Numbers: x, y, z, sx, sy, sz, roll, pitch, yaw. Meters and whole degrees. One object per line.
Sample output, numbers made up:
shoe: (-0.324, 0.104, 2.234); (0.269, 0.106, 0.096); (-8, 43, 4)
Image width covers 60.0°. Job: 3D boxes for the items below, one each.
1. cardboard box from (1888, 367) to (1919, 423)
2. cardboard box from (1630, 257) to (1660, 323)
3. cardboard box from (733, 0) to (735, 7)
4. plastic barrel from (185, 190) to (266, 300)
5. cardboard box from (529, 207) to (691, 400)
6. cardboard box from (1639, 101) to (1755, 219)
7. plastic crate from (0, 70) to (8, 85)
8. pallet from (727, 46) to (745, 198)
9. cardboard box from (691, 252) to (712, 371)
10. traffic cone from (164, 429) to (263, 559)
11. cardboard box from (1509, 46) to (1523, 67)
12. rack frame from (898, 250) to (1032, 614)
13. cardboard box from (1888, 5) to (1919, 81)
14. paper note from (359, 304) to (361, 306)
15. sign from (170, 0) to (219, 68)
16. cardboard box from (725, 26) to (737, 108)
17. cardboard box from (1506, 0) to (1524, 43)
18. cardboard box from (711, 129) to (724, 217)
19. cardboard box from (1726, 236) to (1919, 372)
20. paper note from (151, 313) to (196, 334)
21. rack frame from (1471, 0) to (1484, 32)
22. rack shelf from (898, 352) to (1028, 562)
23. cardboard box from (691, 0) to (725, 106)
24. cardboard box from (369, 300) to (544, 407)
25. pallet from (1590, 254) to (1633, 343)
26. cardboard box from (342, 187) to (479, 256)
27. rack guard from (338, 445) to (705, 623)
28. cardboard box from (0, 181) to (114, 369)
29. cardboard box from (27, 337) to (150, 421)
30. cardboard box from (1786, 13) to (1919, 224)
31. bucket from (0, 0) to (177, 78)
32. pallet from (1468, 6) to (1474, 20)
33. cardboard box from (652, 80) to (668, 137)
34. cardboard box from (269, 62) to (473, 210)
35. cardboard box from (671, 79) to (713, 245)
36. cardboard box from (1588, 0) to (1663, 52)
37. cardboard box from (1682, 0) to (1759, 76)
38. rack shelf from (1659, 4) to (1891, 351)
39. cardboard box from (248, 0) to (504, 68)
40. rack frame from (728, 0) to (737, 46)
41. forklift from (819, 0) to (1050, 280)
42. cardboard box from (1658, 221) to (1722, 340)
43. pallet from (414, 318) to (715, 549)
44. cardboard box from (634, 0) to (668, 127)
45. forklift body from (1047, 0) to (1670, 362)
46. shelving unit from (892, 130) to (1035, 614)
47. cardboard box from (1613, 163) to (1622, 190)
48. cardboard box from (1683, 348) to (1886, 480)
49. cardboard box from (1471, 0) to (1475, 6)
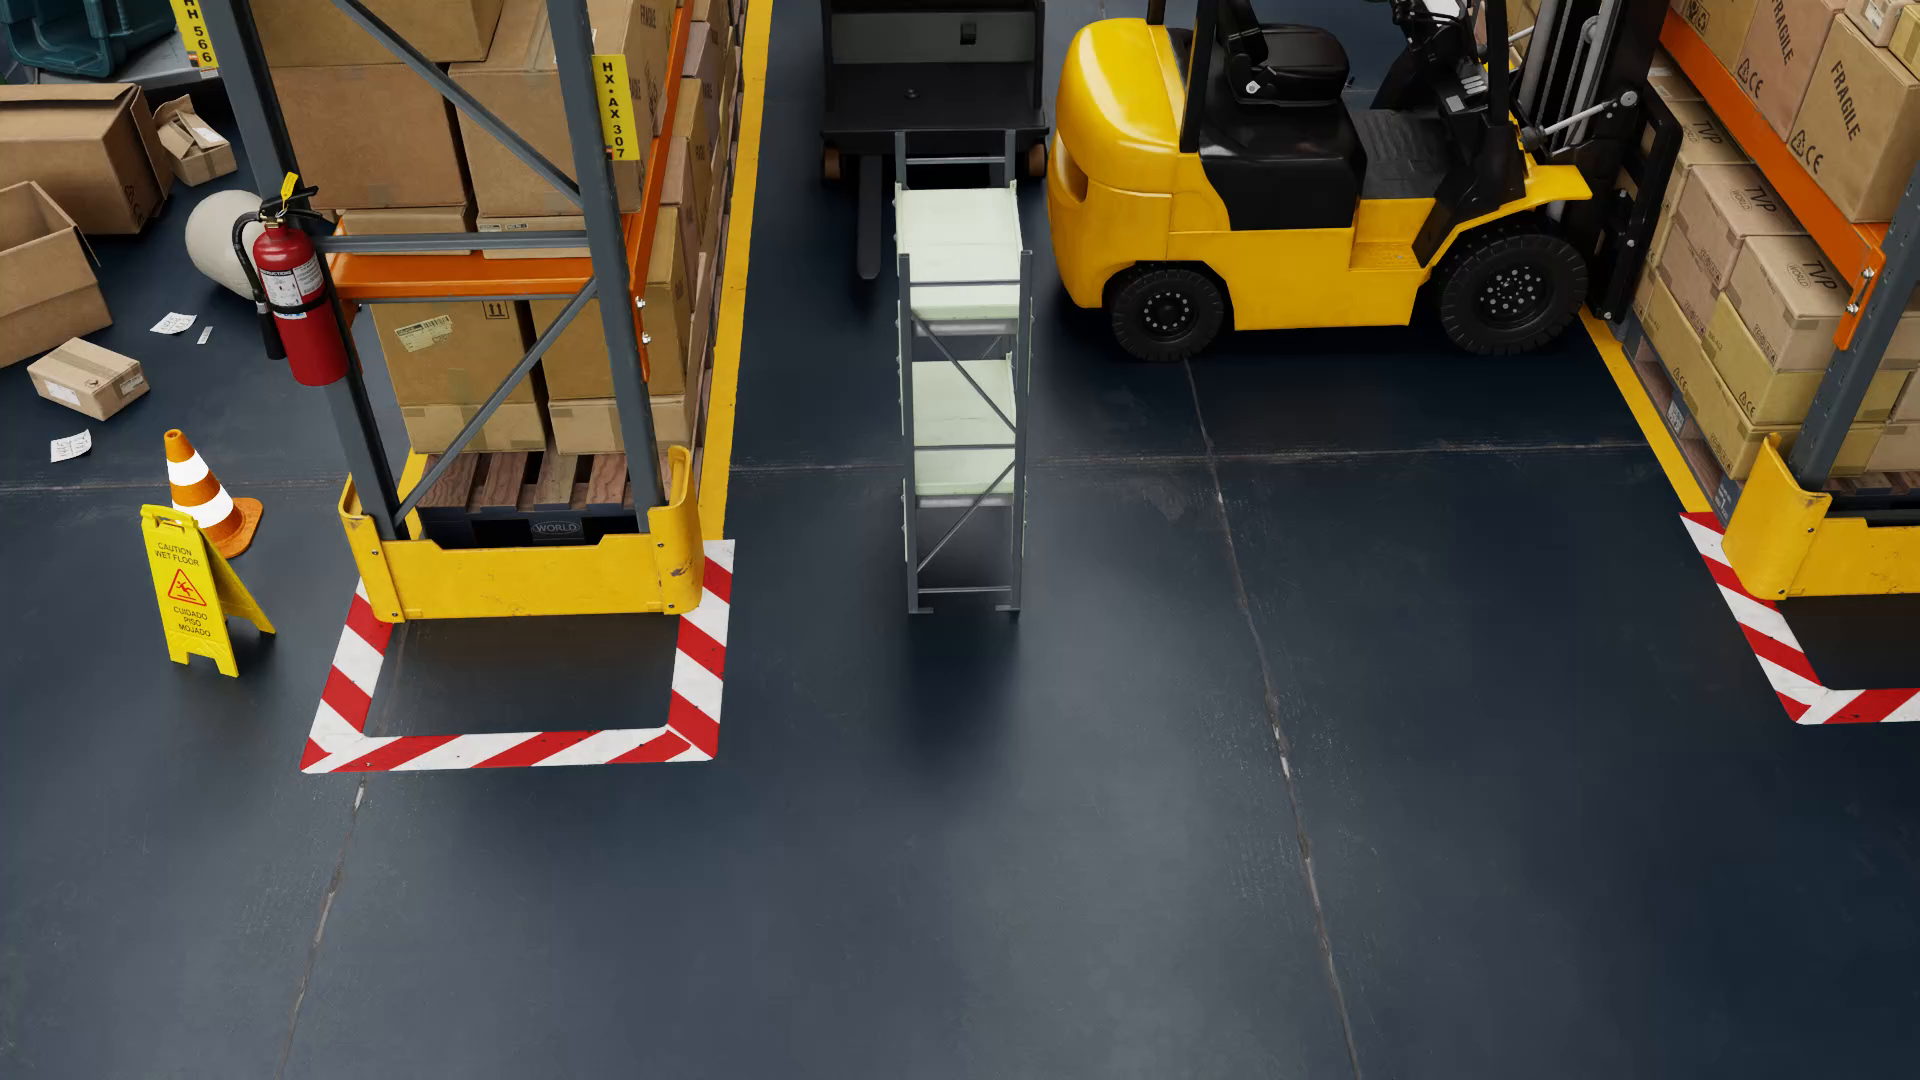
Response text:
cardboard box: (3.624, -0.685, 6.132); (0.500, 0.250, 0.500); (-1, 43, -1)
cardboard box: (3.077, -1.160, 7.019); (0.500, 0.250, 0.500); (-1, 43, -1)
cardboard box: (-1.718, -3.132, 9.081); (0.950, 0.372, 0.625); (-1, 43, -1)
plastic barrel: (-3.123, -1.293, 7.347); (0.512, 0.421, 0.421); (27, 49, 27)
cardboard box: (-1.283, -0.878, 6.157); (0.500, 0.500, 0.500); (-3, 43, -3)
cardboard box: (3.046, -1.533, 6.687); (0.500, 0.250, 0.500); (-1, 43, -1)
plastic crate: (-5.318, -2.286, 8.563); (0.450, 0.188, 0.662); (12, 43, 27)
pallet: (-1.629, -2.111, 8.397); (1.003, 0.211, 1.213); (-2, 43, -2)
cardboard box: (-1.295, -0.930, 6.769); (0.500, 0.250, 0.500); (0, 43, 0)
traffic cone: (-2.830, -0.209, 6.136); (0.336, 0.463, 0.334); (-2, 43, -2)
cardboard box: (2.993, -2.199, 8.154); (0.500, 0.250, 0.500); (-3, 43, -3)
rack frame: (0.016, -0.301, 5.469); (0.400, 1.500, 0.023); (-2, 43, -2)
cardboard box: (3.141, -1.538, 5.154); (0.380, 0.149, 0.250); (-1, 43, -1)
paper note: (-2.738, -1.054, 7.377); (0.142, 0.019, 0.148); (-16, 45, -16)
sign: (-2.078, -1.432, 4.502); (0.100, 0.325, 0.005); (-2, 43, -2)
cardboard box: (-1.399, -2.342, 8.309); (0.500, 0.250, 0.500); (0, 43, 0)
cardboard box: (2.978, -2.727, 8.359); (0.500, 0.250, 0.500); (-2, 43, -2)
cardboard box: (-1.350, -1.639, 7.542); (0.500, 0.250, 0.500); (-1, 43, -1)
cardboard box: (3.105, -0.848, 5.939); (0.500, 0.250, 0.500); (0, 43, 0)
paper note: (-3.438, -0.951, 7.274); (0.148, 0.019, 0.142); (12, 44, 13)
rack frame: (3.266, -3.737, 8.107); (1.000, 3.000, 0.127); (-2, 43, -2)
rack shelf: (0.000, -0.308, 5.959); (0.431, 0.370, 0.720); (-2, 43, -2)
cardboard box: (-1.376, -2.274, 7.681); (0.500, 0.500, 0.500); (-1, 43, -1)
cardboard box: (-1.818, -0.842, 6.118); (0.500, 0.500, 0.500); (-1, 43, -2)
pallet: (3.313, -1.345, 7.561); (1.003, 0.211, 1.213); (-2, 43, -2)
cardboard box: (-1.753, -1.045, 5.356); (0.380, 0.149, 0.250); (0, 43, 0)
rack guard: (-1.526, -0.021, 5.903); (1.175, 0.500, 0.348); (-2, 43, -2)
cardboard box: (-4.127, -1.084, 7.060); (0.797, 0.503, 0.637); (-32, 51, -30)
cardboard box: (-3.597, -0.667, 6.867); (0.380, 0.149, 0.250); (19, 46, 20)
cardboard box: (3.153, -1.398, 5.481); (0.500, 0.500, 0.500); (-3, 43, -3)
bucket: (-4.325, -2.709, 8.284); (0.726, 0.611, 0.620); (12, 34, 13)
pallet: (3.196, -3.205, 9.590); (1.003, 0.211, 1.213); (-2, 43, -2)
cardboard box: (-1.251, -1.558, 5.916); (0.380, 0.149, 0.250); (-1, 43, -1)
cardboard box: (-1.821, -1.396, 5.259); (0.500, 0.500, 0.500); (-2, 43, -3)
cardboard box: (-1.322, -1.569, 6.911); (0.500, 0.500, 0.500); (-1, 43, -1)
cardboard box: (3.018, -2.230, 7.447); (0.500, 0.250, 0.500); (0, 43, 0)
cardboard box: (3.118, -2.094, 6.241); (0.500, 0.500, 0.500); (-2, 43, -3)
rack shelf: (3.351, -2.121, 6.877); (1.077, 0.370, 4.000); (-2, 43, -2)
cardboard box: (-1.763, -1.745, 4.900); (0.700, 0.500, 0.500); (-3, 43, -3)
rack frame: (-1.693, -3.592, 7.949); (1.000, 3.000, 0.127); (-2, 43, -2)
forklift: (-0.132, -3.068, 7.428); (1.130, 2.935, 3.031); (-1, 43, -1)
cardboard box: (3.093, -1.020, 6.497); (0.500, 0.250, 0.500); (-2, 43, -2)
pallet: (-1.525, -0.464, 6.600); (1.003, 0.211, 1.213); (-2, 43, -2)
cardboard box: (-1.291, -1.715, 5.607); (0.500, 0.500, 0.500); (0, 43, 0)
forklift body: (1.533, -1.951, 6.787); (2.313, 2.155, 1.214); (-2, 43, -2)
shelving unit: (0.000, -0.548, 5.738); (0.431, 1.500, 0.755); (-2, 43, -2)
cardboard box: (3.032, -1.706, 7.246); (0.500, 0.250, 0.500); (-2, 43, -2)
cardboard box: (3.100, -0.486, 6.284); (0.500, 0.250, 0.500); (-1, 43, -1)
cardboard box: (3.233, -3.368, 9.151); (0.875, 0.625, 0.625); (0, 43, 0)
